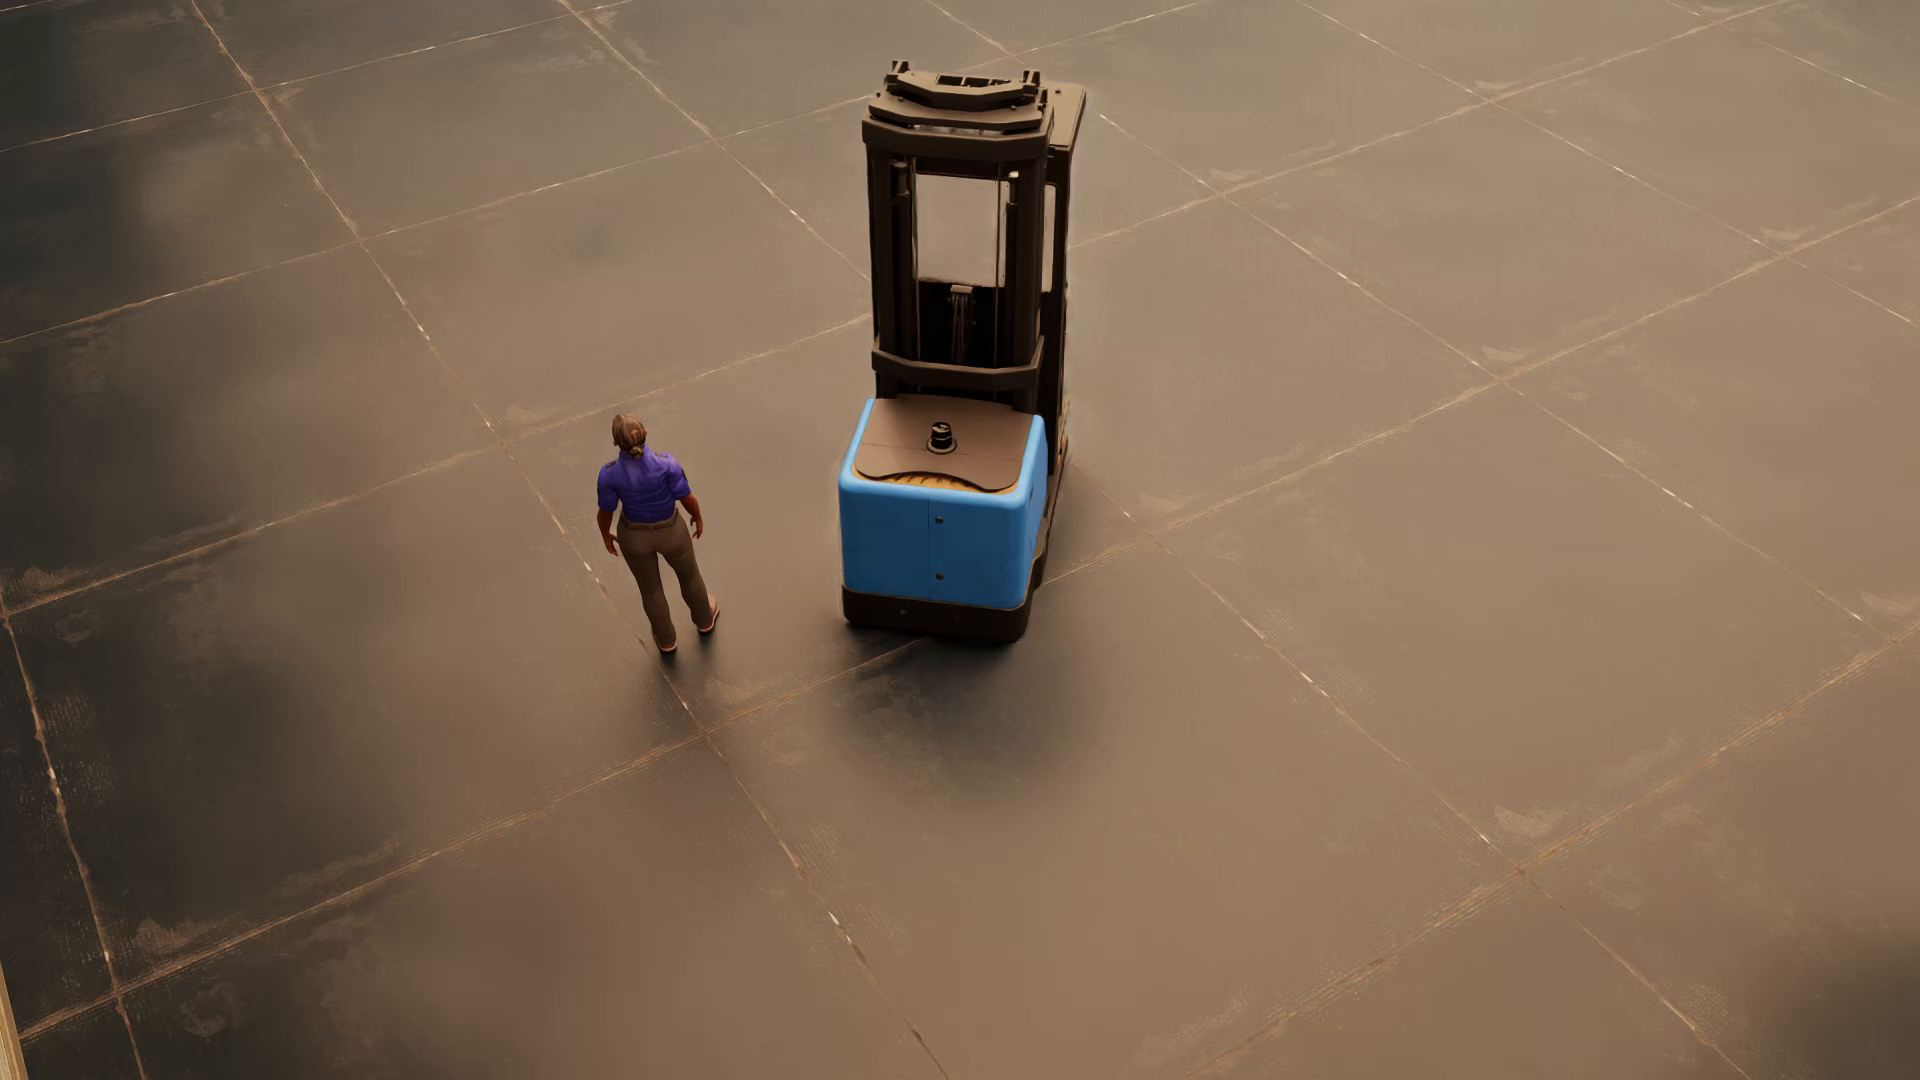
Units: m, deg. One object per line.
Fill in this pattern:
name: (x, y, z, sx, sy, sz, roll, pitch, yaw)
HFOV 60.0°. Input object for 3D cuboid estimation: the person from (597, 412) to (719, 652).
person: (-1.640, -0.082, 8.925, 0.570, 1.654, 0.504, -8, 42, -9)

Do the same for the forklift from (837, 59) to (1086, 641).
forklift: (0.087, -1.510, 9.599, 1.130, 2.935, 3.031, 6, 42, 7)
